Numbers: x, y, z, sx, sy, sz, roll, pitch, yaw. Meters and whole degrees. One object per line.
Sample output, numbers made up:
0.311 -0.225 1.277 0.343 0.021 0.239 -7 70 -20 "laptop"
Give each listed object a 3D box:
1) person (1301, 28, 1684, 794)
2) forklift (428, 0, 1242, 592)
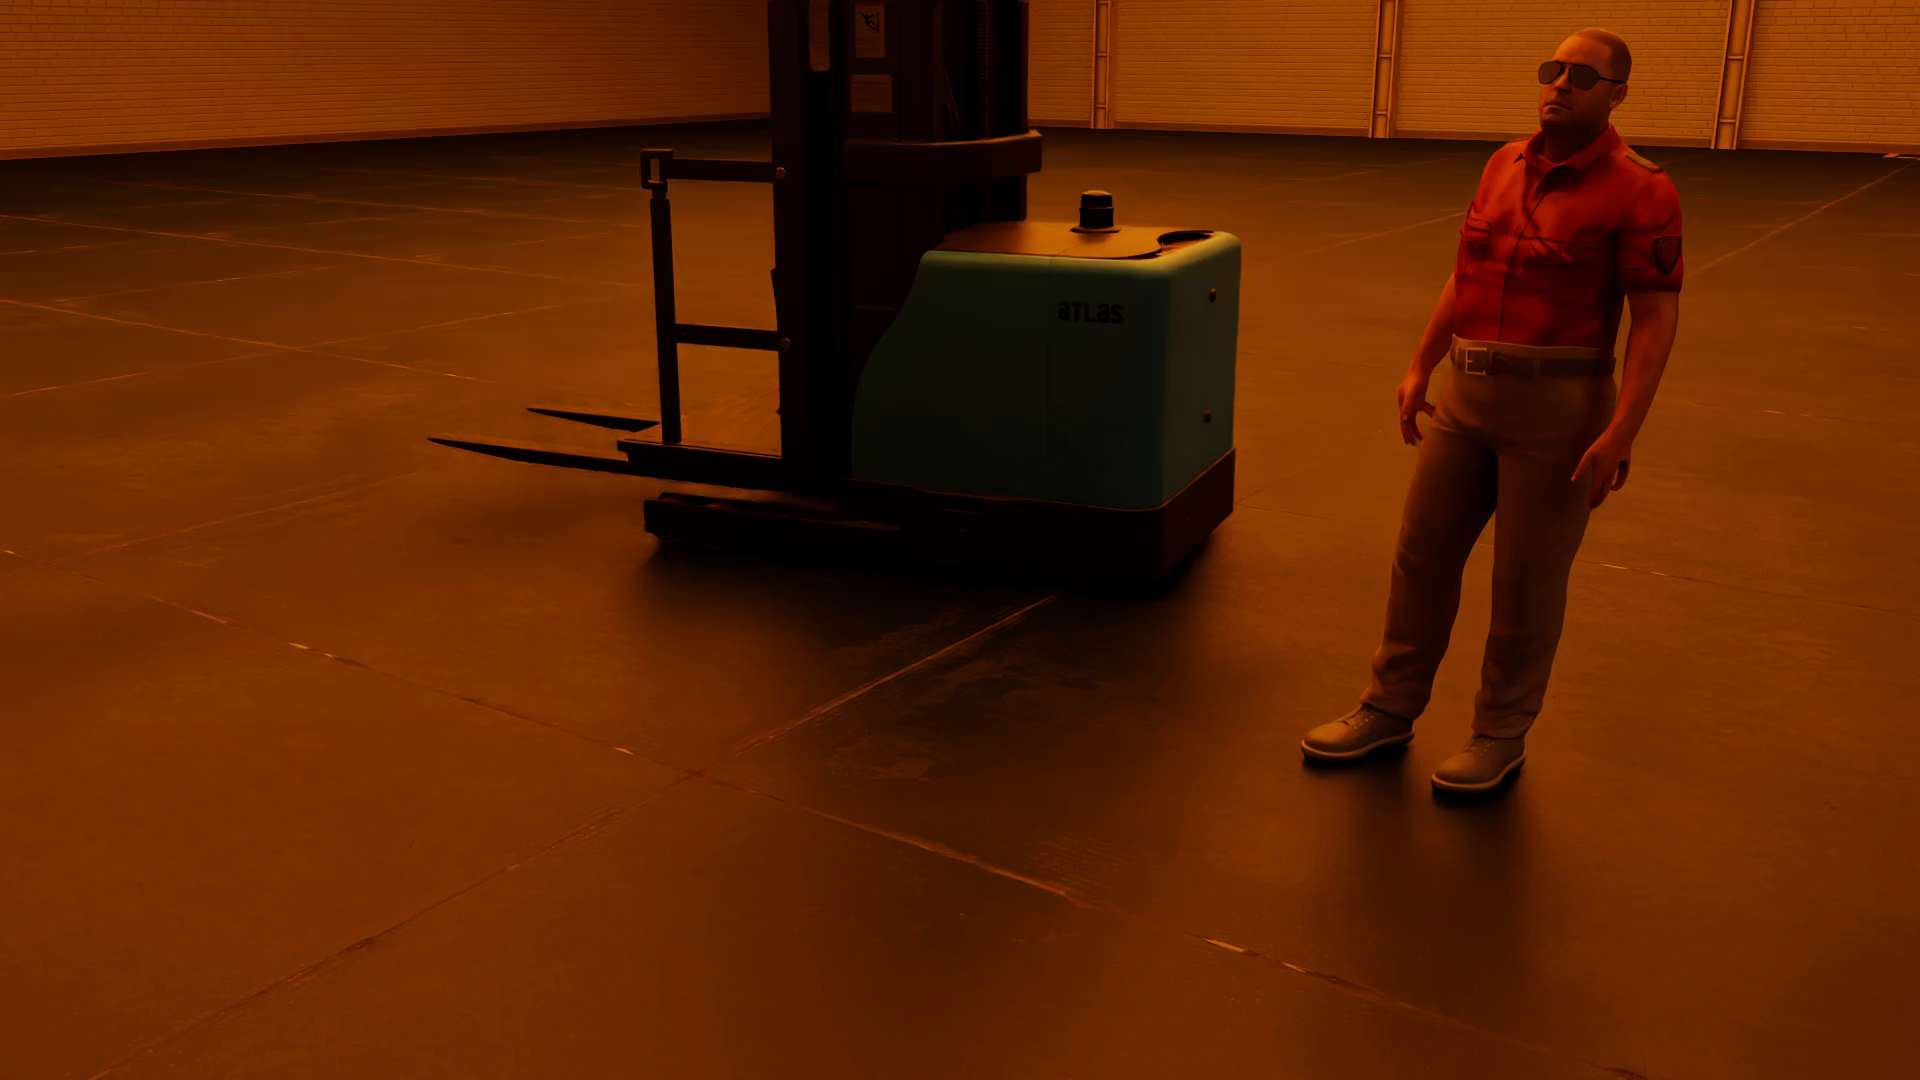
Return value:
1.225 -0.268 3.803 0.552 1.726 0.635 -11 20 -33 "person"
-0.567 -1.500 5.850 3.031 2.935 1.130 7 18 23 "forklift"
